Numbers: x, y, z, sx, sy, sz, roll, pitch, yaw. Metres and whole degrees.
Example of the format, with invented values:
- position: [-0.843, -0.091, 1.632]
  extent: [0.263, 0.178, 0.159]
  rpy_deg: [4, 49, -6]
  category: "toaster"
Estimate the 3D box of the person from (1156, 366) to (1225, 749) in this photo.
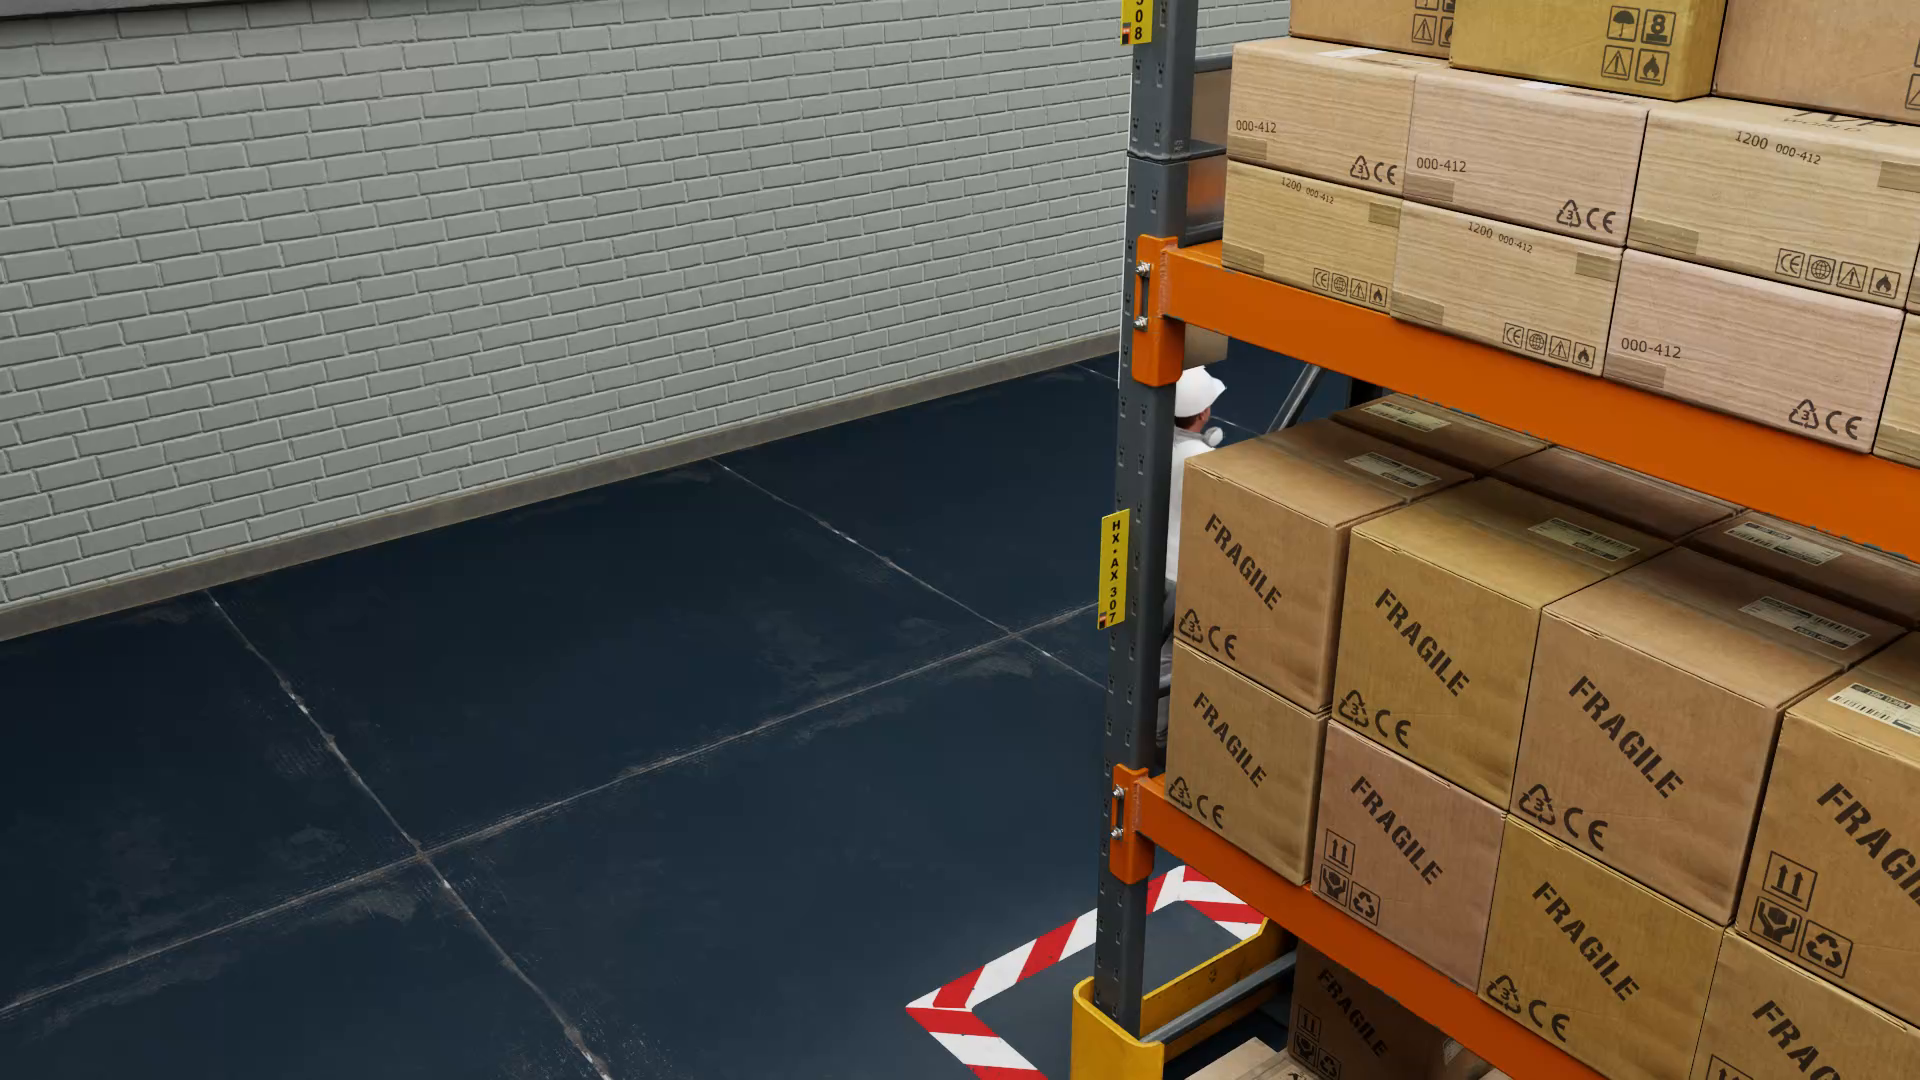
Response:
- position: [0.994, 0.089, 6.886]
  extent: [0.546, 1.768, 0.495]
  rpy_deg: [-18, 30, -34]
  category: "person"
